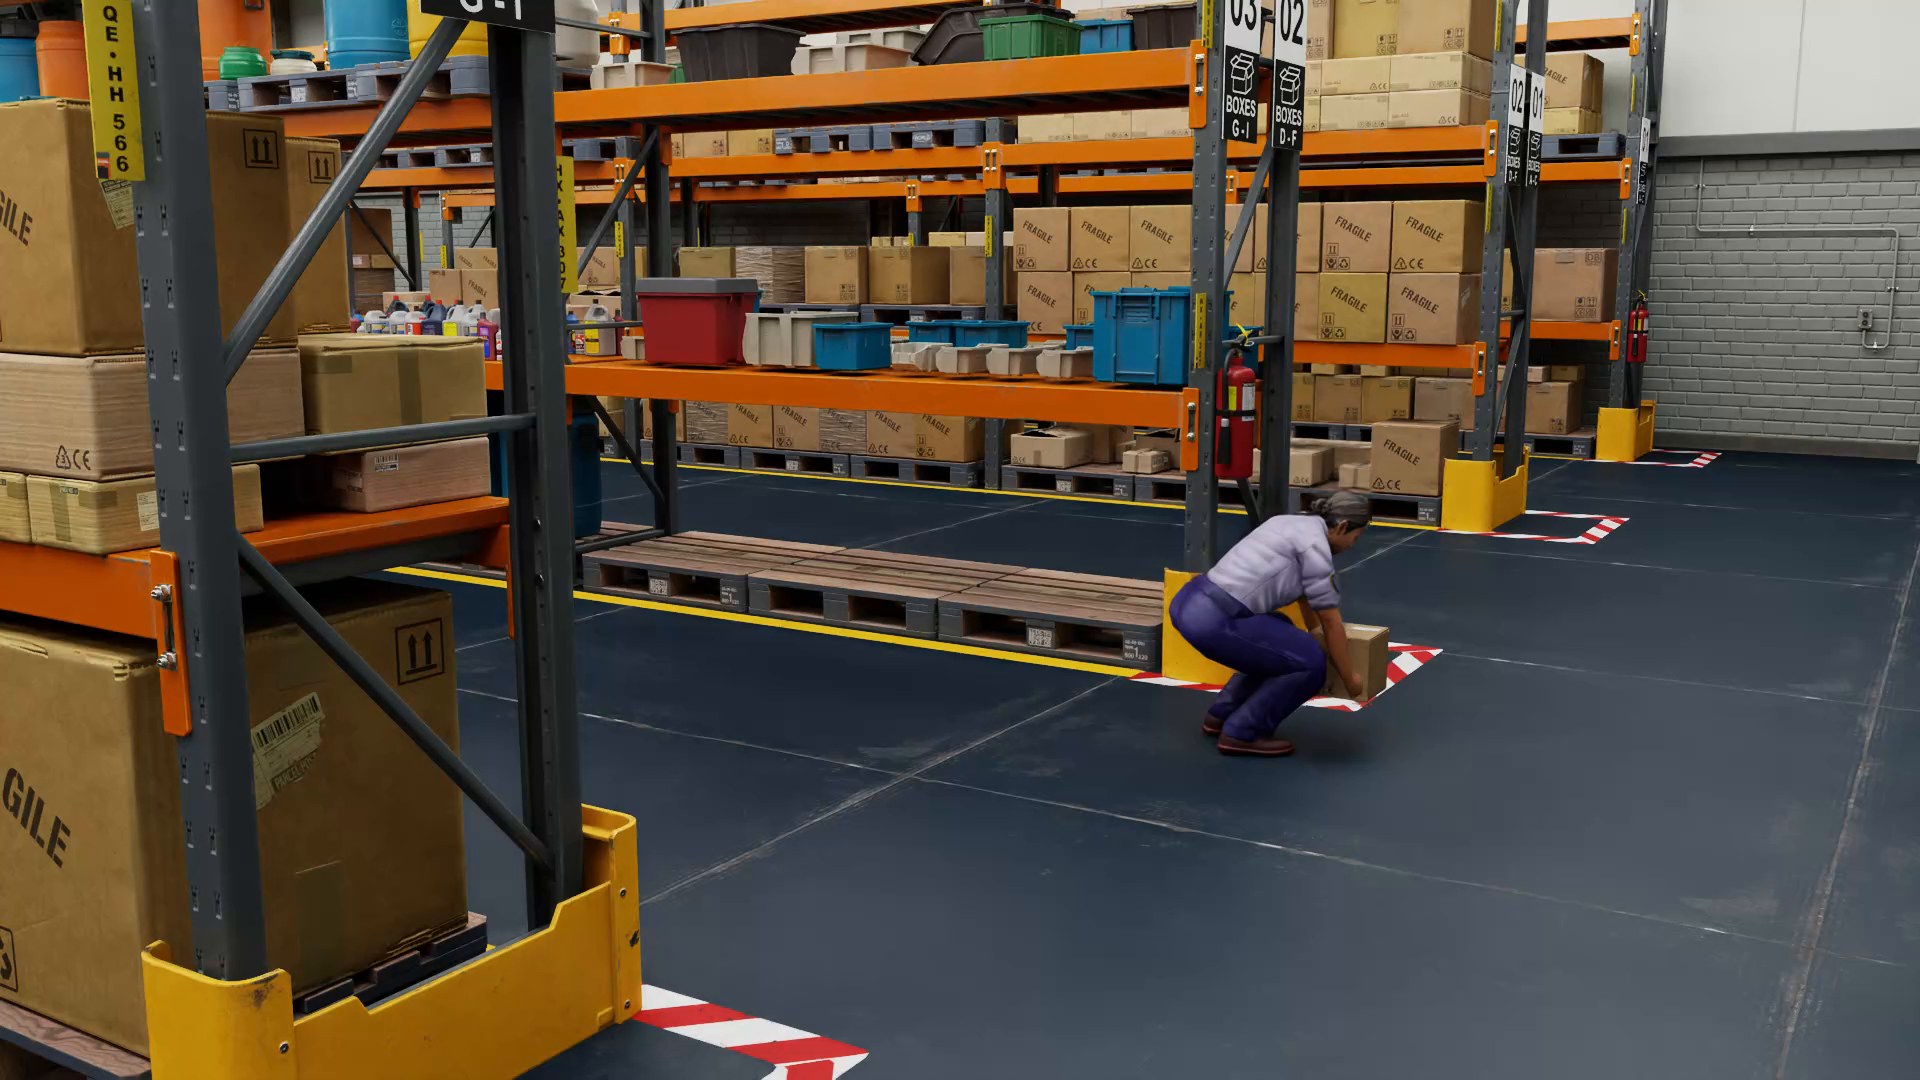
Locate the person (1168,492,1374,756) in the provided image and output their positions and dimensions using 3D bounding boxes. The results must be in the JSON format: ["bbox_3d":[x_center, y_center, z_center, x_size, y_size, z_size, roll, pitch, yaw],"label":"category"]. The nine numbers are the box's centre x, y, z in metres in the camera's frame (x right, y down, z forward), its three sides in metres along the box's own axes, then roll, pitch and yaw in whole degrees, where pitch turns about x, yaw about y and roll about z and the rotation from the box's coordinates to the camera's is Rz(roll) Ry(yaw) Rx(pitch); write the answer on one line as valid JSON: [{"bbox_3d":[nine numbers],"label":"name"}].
[{"bbox_3d":[1.225,0.314,6.546,0.795,0.998,0.529,-1,10,-3],"label":"person"}]
